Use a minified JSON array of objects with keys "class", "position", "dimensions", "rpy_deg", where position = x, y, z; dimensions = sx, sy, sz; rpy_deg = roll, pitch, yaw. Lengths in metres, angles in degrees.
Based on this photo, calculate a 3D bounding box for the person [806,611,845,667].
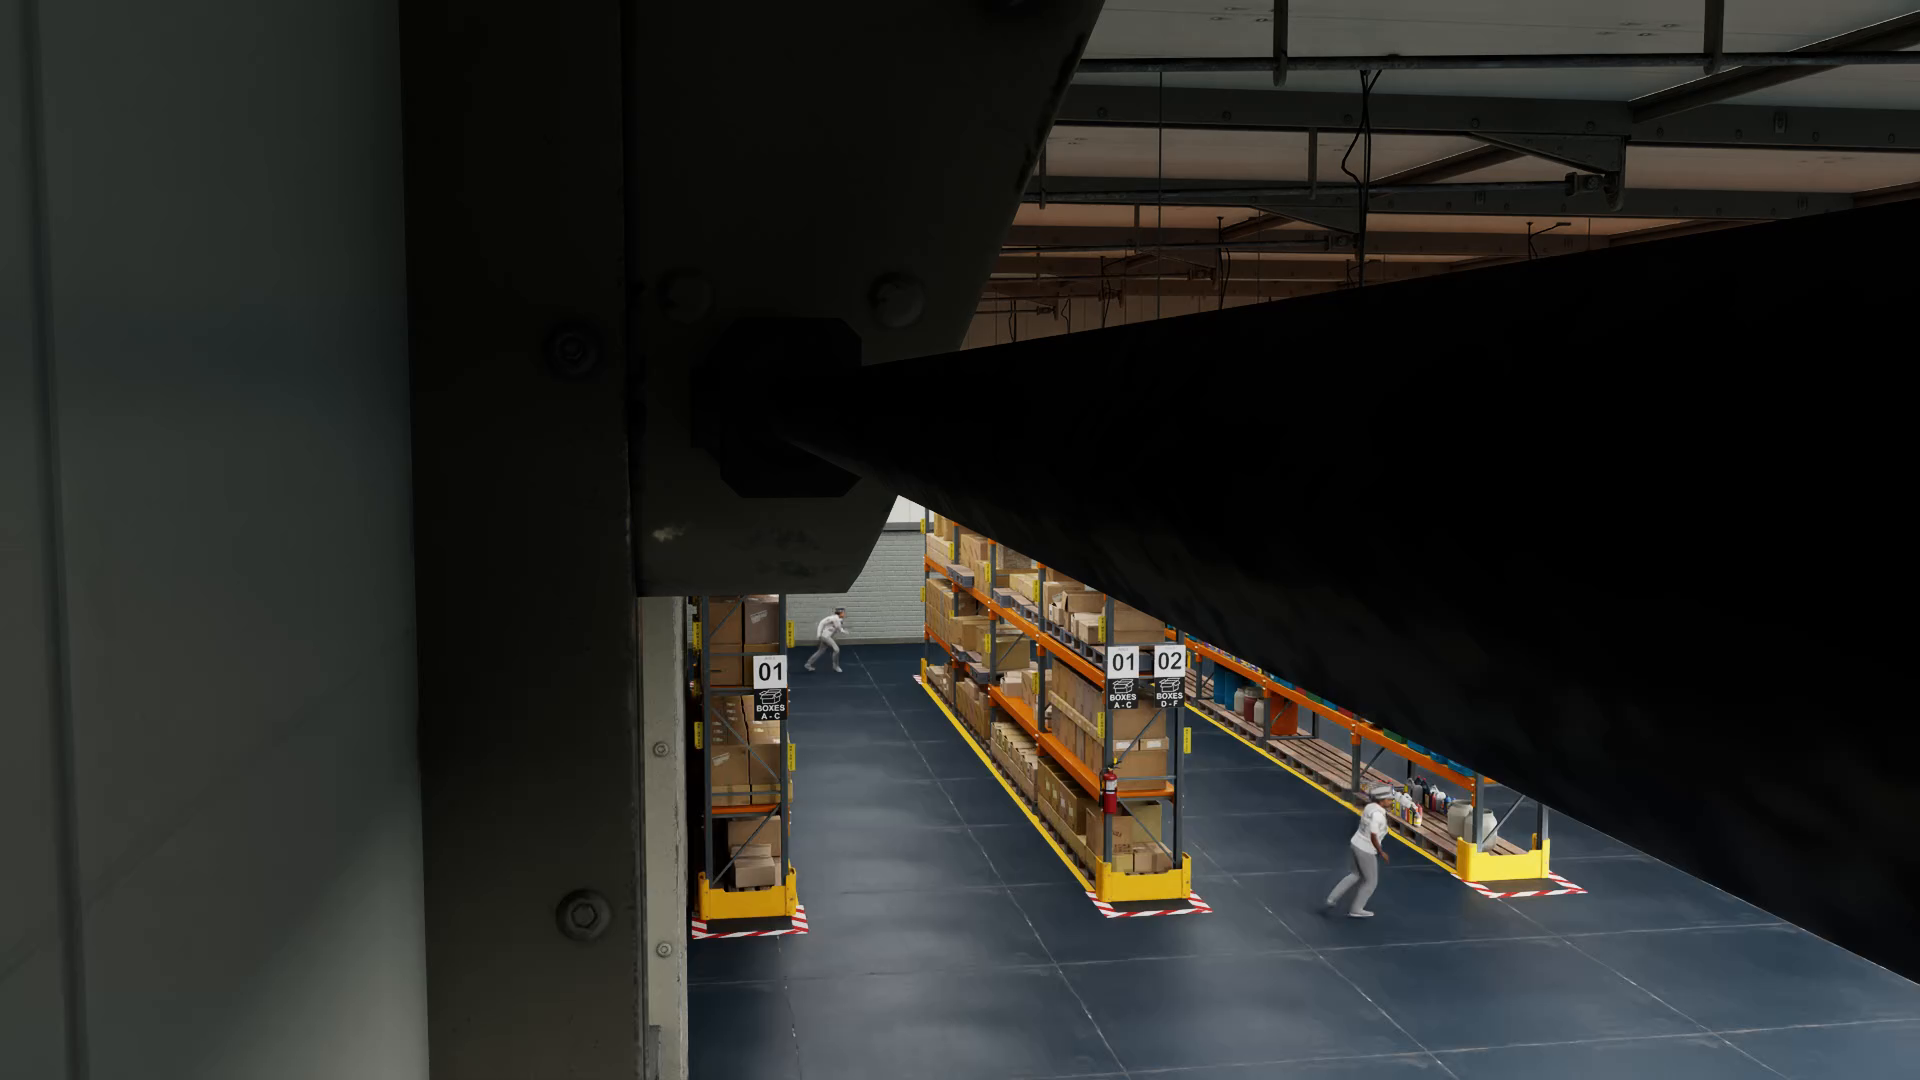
[{"class":"person","position":[-3.049,2.194,37.766],"dimensions":[0.918,1.368,0.405],"rpy_deg":[1,5,15]}]

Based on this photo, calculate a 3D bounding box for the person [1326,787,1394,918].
[{"class":"person","position":[4.843,3.758,20.123],"dimensions":[0.736,1.605,0.580],"rpy_deg":[0,5,-4]}]
